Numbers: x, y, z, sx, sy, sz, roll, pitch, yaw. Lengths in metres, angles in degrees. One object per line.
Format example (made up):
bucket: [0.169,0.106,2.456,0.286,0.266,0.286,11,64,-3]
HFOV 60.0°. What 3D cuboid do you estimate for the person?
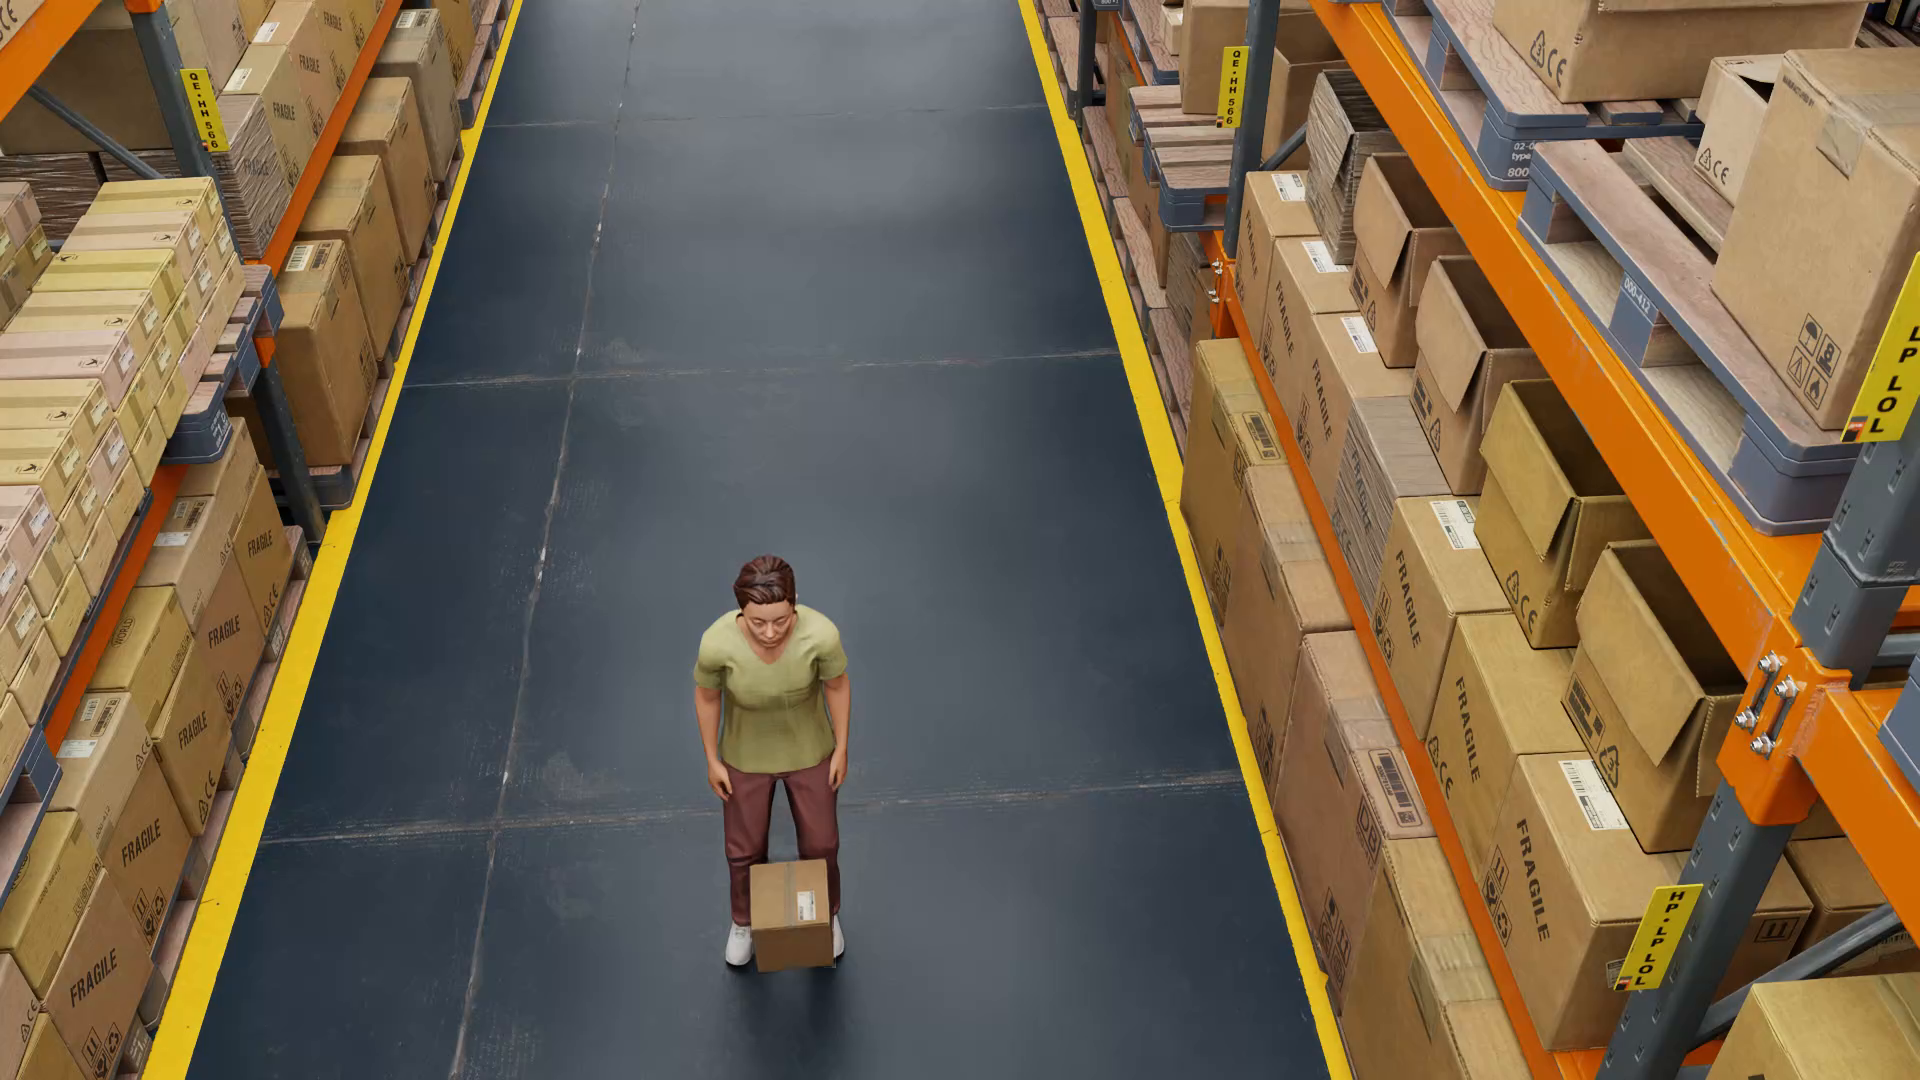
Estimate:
person: [-0.578,0.699,5.300,0.486,1.674,0.365,-4,39,-5]
